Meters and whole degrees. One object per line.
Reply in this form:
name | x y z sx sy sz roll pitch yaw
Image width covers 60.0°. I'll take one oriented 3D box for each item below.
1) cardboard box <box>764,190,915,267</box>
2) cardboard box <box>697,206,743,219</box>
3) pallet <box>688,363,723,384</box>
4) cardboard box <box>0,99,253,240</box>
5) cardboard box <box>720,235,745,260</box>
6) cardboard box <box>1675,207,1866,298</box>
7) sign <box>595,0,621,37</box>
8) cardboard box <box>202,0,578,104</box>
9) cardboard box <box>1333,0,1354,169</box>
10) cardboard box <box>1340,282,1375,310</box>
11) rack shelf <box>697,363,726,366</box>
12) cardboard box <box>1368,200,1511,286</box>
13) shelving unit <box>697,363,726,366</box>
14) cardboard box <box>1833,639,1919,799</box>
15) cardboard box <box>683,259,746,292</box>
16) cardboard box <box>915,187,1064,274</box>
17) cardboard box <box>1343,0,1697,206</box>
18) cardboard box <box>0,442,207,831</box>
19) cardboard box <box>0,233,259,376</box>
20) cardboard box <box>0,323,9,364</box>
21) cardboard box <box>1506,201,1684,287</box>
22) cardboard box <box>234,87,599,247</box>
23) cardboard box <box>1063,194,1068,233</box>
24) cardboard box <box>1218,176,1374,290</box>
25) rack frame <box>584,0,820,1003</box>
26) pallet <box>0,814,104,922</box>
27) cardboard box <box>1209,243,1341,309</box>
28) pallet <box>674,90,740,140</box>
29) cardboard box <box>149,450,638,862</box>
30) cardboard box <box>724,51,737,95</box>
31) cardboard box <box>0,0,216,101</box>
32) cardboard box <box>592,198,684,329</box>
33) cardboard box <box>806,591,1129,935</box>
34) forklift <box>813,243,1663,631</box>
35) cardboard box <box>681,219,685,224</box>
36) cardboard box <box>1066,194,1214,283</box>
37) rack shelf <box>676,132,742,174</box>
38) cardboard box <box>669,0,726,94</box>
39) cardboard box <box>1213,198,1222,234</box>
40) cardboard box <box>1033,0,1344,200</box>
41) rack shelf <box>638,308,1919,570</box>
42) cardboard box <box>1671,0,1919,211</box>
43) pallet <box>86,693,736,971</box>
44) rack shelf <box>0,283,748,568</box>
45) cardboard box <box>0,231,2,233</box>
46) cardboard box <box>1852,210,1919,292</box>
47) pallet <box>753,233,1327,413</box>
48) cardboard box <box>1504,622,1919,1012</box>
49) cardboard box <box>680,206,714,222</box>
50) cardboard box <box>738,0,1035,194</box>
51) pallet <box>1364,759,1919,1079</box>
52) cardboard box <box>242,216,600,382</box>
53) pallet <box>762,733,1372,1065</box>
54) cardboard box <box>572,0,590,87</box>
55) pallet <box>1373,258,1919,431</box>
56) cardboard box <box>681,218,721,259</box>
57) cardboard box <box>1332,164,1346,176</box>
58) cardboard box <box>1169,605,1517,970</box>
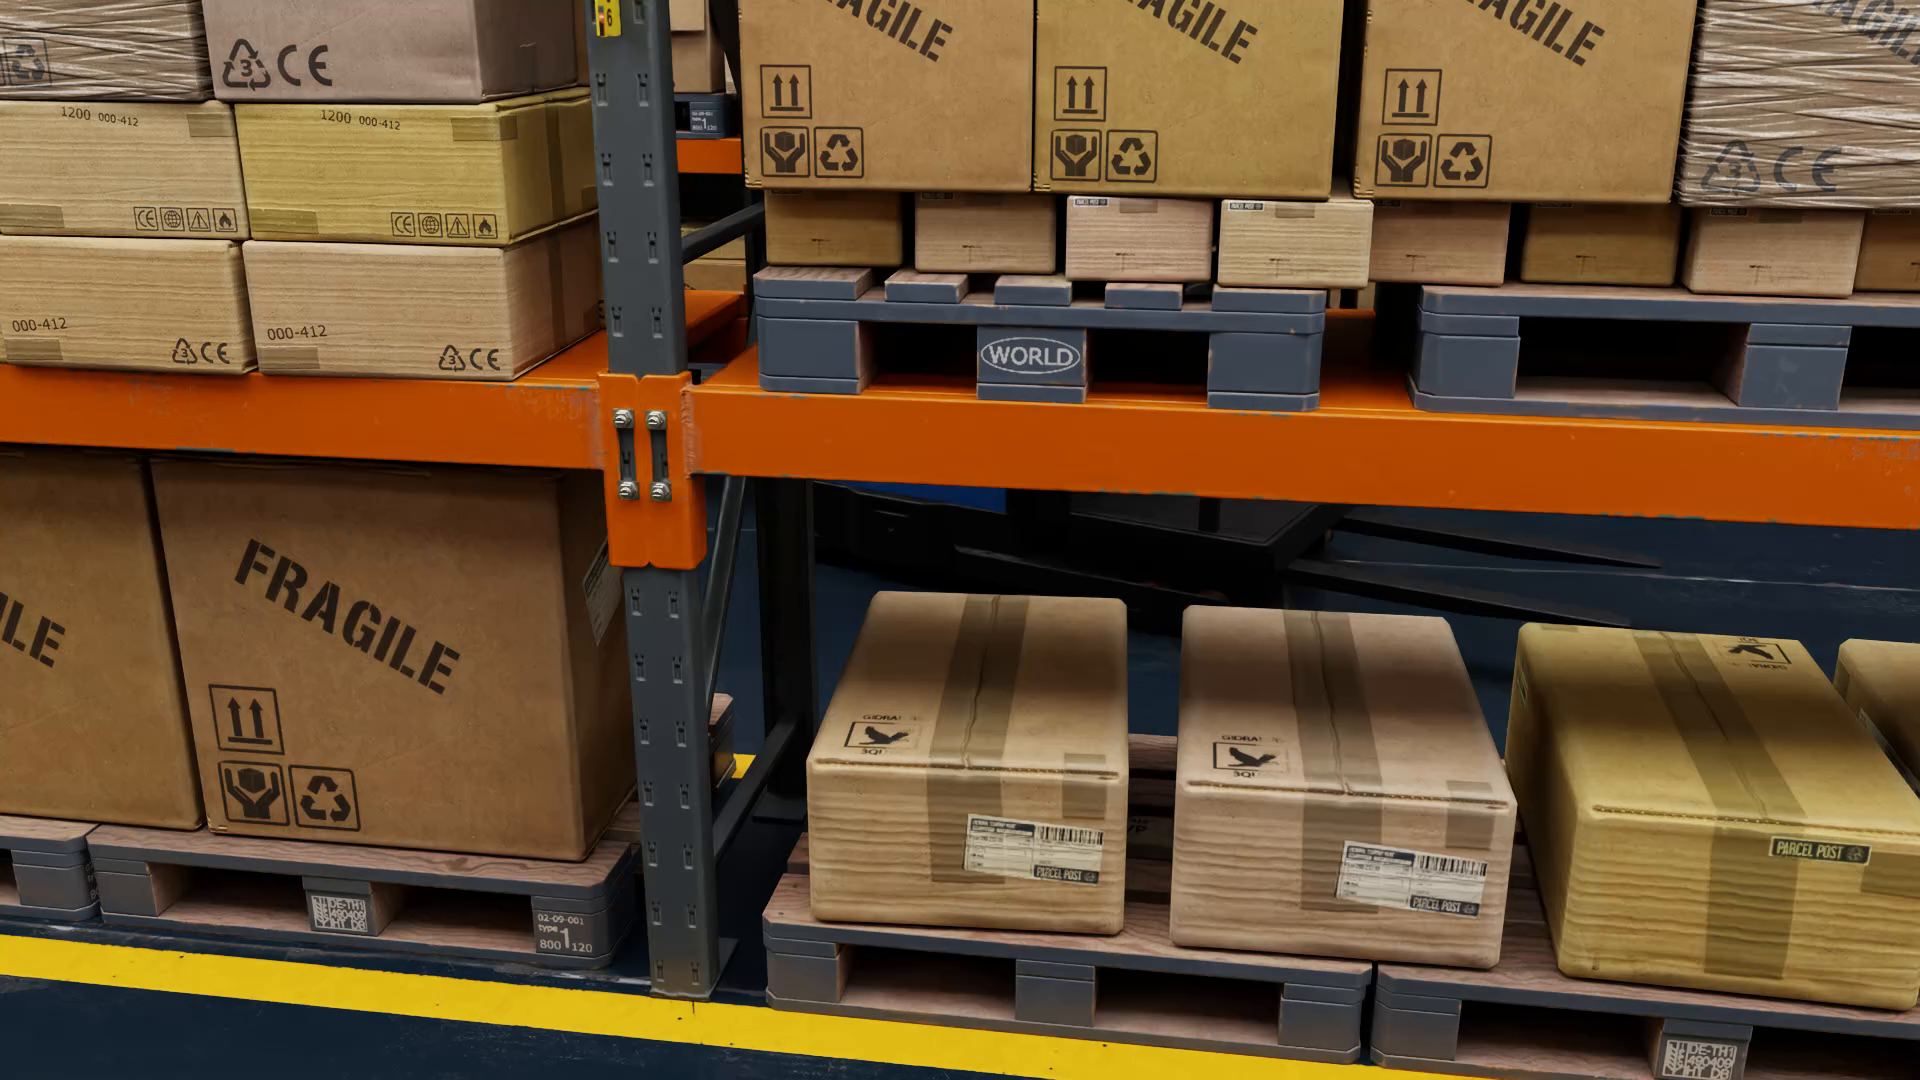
cardboard box | -0.212 -0.629 3.191 0.250 0.149 0.380 2 19 5
cardboard box | -1.220 -1.674 8.835 0.250 0.149 0.380 3 19 7
pallet | -1.652 -0.968 8.864 1.213 0.211 1.003 3 19 9
cardboard box | -1.528 -0.759 3.293 0.500 0.250 0.500 2 19 7
cardboard box | -1.028 -1.505 8.328 0.250 0.149 0.380 3 19 10
cardboard box | 1.377 -0.533 2.902 0.250 0.149 0.380 4 19 10
sign | -0.588 -0.999 2.736 0.005 0.325 0.100 3 19 9
cardboard box | -1.055 -1.090 3.099 0.500 0.500 0.500 2 19 7
cardboard box | 1.001 -1.028 3.360 0.500 0.500 0.500 2 19 5
cardboard box | 2.206 -1.152 8.100 0.625 0.625 0.875 2 19 6
rack shelf | -0.936 -0.772 6.814 1.000 0.185 0.538 8 20 22
cardboard box | 0.844 -0.568 3.008 0.250 0.149 0.380 4 19 12
shelving unit | -0.936 -0.943 6.757 1.048 1.500 0.538 8 20 22
cardboard box | 2.218 0.564 3.371 0.625 0.372 0.950 4 19 12
cardboard box | -1.180 -1.201 8.442 0.500 0.500 0.500 4 19 11
cardboard box | 0.062 -0.605 3.117 0.250 0.149 0.380 2 19 5
cardboard box | 0.946 -0.868 2.881 0.500 0.500 0.500 3 19 10
cardboard box | -2.052 0.078 4.031 0.875 0.875 0.875 3 19 9
cardboard box | -1.550 -0.518 3.359 0.500 0.250 0.500 3 19 10
cardboard box | -2.045 -0.548 3.450 0.500 0.250 0.500 3 19 8
cardboard box | 1.129 -0.566 3.002 0.250 0.149 0.380 4 19 11
cardboard box | -1.021 -0.735 3.220 0.500 0.250 0.500 3 19 8
cardboard box | 0.134 -0.770 3.612 0.250 0.149 0.380 3 19 9
cardboard box | 0.593 -0.556 2.972 0.250 0.149 0.380 3 19 9
rack frame | -0.503 -0.624 3.440 0.127 3.000 1.000 3 19 9
pallet | -2.470 0.573 4.258 1.213 0.211 1.003 3 19 9
cardboard box | 1.541 -1.186 8.201 0.625 0.625 0.875 4 19 10
pallet | -1.640 -2.185 8.407 1.213 0.211 1.003 3 19 9
cardboard box | -1.172 0.124 3.893 0.875 0.875 0.875 3 19 8
cardboard box | -0.812 -2.259 7.901 0.500 0.250 0.500 2 19 6
cardboard box | -1.563 -1.113 3.168 0.500 0.500 0.500 3 19 10
cardboard box | -0.946 -0.656 3.773 0.500 0.250 0.500 3 19 8
cardboard box | 0.053 0.455 3.696 0.625 0.372 0.950 2 19 5
forklift | 0.801 -1.256 5.436 3.031 2.935 1.130 10 21 28
cardboard box | -1.552 -1.522 8.378 0.250 0.149 0.380 2 19 6
cardboard box | 0.325 -0.576 3.032 0.250 0.149 0.380 2 19 5
rack shelf | -1.694 -1.939 8.503 4.000 0.370 1.077 3 19 9
cardboard box | -1.360 -2.451 8.078 0.637 0.503 0.797 2 19 7
cardboard box | 0.637 -0.756 3.571 0.250 0.149 0.380 2 19 6
cardboard box | 0.420 -0.892 2.955 0.500 0.500 0.500 4 19 11
rack shelf | 1.472 -0.182 3.254 4.000 0.370 1.077 3 19 9
cardboard box | 1.438 -0.840 2.798 0.500 0.500 0.500 2 19 7
pallet | -1.269 0.635 4.072 1.213 0.211 1.003 3 19 9
rack shelf | -2.478 -0.383 3.855 4.000 0.370 1.077 3 19 9
cardboard box | -2.037 -0.779 3.351 0.500 0.250 0.500 2 19 7
cardboard box | 1.646 -0.543 2.934 0.250 0.149 0.380 2 19 7
pallet | 0.218 -0.530 3.463 1.003 0.211 1.213 3 19 9
cardboard box | 1.531 0.529 3.474 0.625 0.372 0.950 4 19 10
cardboard box | -1.470 -1.673 8.830 0.250 0.149 0.380 3 19 9
cardboard box | -0.095 -0.916 3.026 0.500 0.500 0.500 2 19 7
pallet | 1.469 0.800 3.578 1.213 0.211 1.003 3 19 9
cardboard box | -1.043 -0.497 3.297 0.500 0.250 0.500 2 19 7
pallet | 0.268 0.738 3.764 1.213 0.211 1.003 3 19 9
cardboard box | -0.951 -1.247 3.569 0.500 0.500 0.500 2 19 7
pallet | 1.458 -0.446 3.211 1.213 0.211 1.003 3 19 9
cardboard box | -1.274 -1.517 8.365 0.250 0.149 0.380 3 19 8
cardboard box | 0.911 -0.747 3.542 0.250 0.149 0.380 3 19 10
cardboard box | 0.783 0.489 3.593 0.625 0.372 0.950 3 19 8
